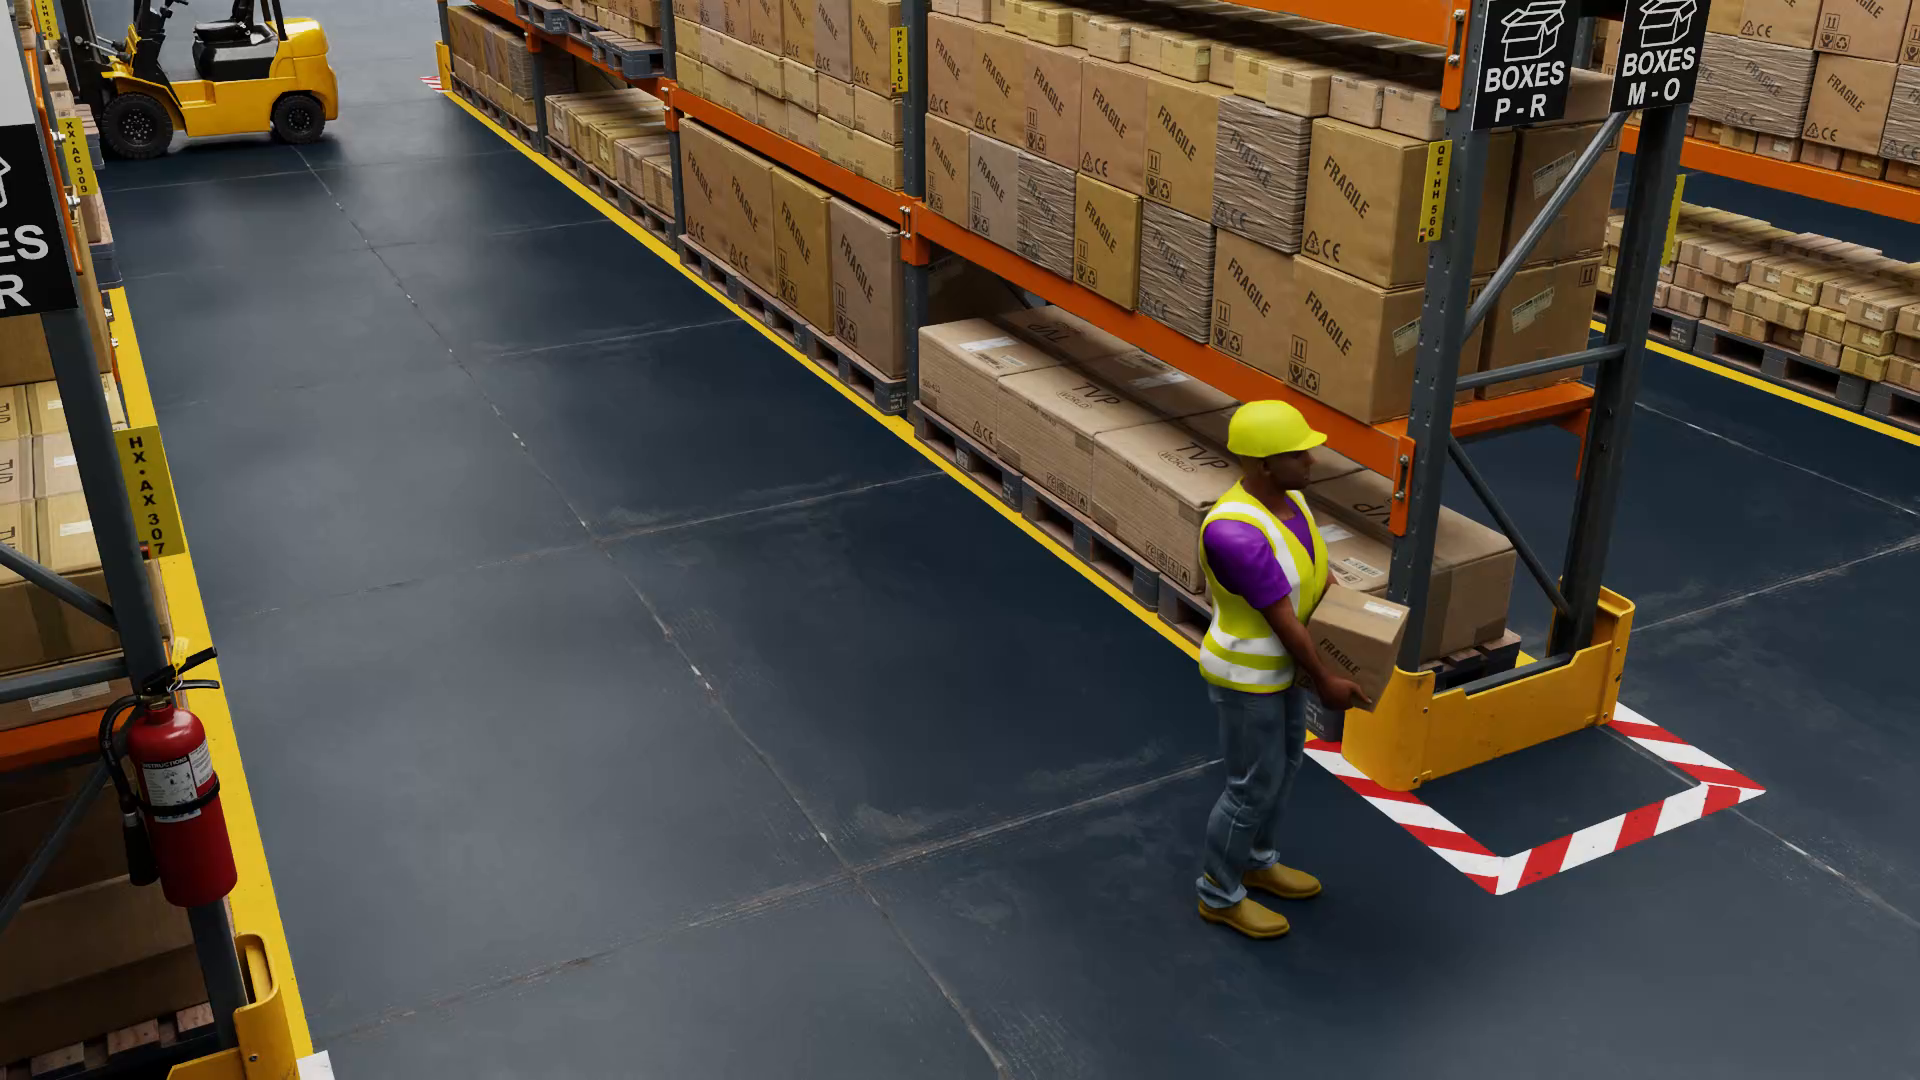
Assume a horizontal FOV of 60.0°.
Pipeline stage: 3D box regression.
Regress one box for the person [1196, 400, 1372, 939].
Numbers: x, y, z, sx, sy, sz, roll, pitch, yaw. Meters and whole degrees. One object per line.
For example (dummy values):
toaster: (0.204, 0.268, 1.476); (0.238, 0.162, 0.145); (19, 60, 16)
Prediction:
person: (1.037, 0.418, 5.205); (0.566, 1.762, 0.504); (12, 28, 23)
